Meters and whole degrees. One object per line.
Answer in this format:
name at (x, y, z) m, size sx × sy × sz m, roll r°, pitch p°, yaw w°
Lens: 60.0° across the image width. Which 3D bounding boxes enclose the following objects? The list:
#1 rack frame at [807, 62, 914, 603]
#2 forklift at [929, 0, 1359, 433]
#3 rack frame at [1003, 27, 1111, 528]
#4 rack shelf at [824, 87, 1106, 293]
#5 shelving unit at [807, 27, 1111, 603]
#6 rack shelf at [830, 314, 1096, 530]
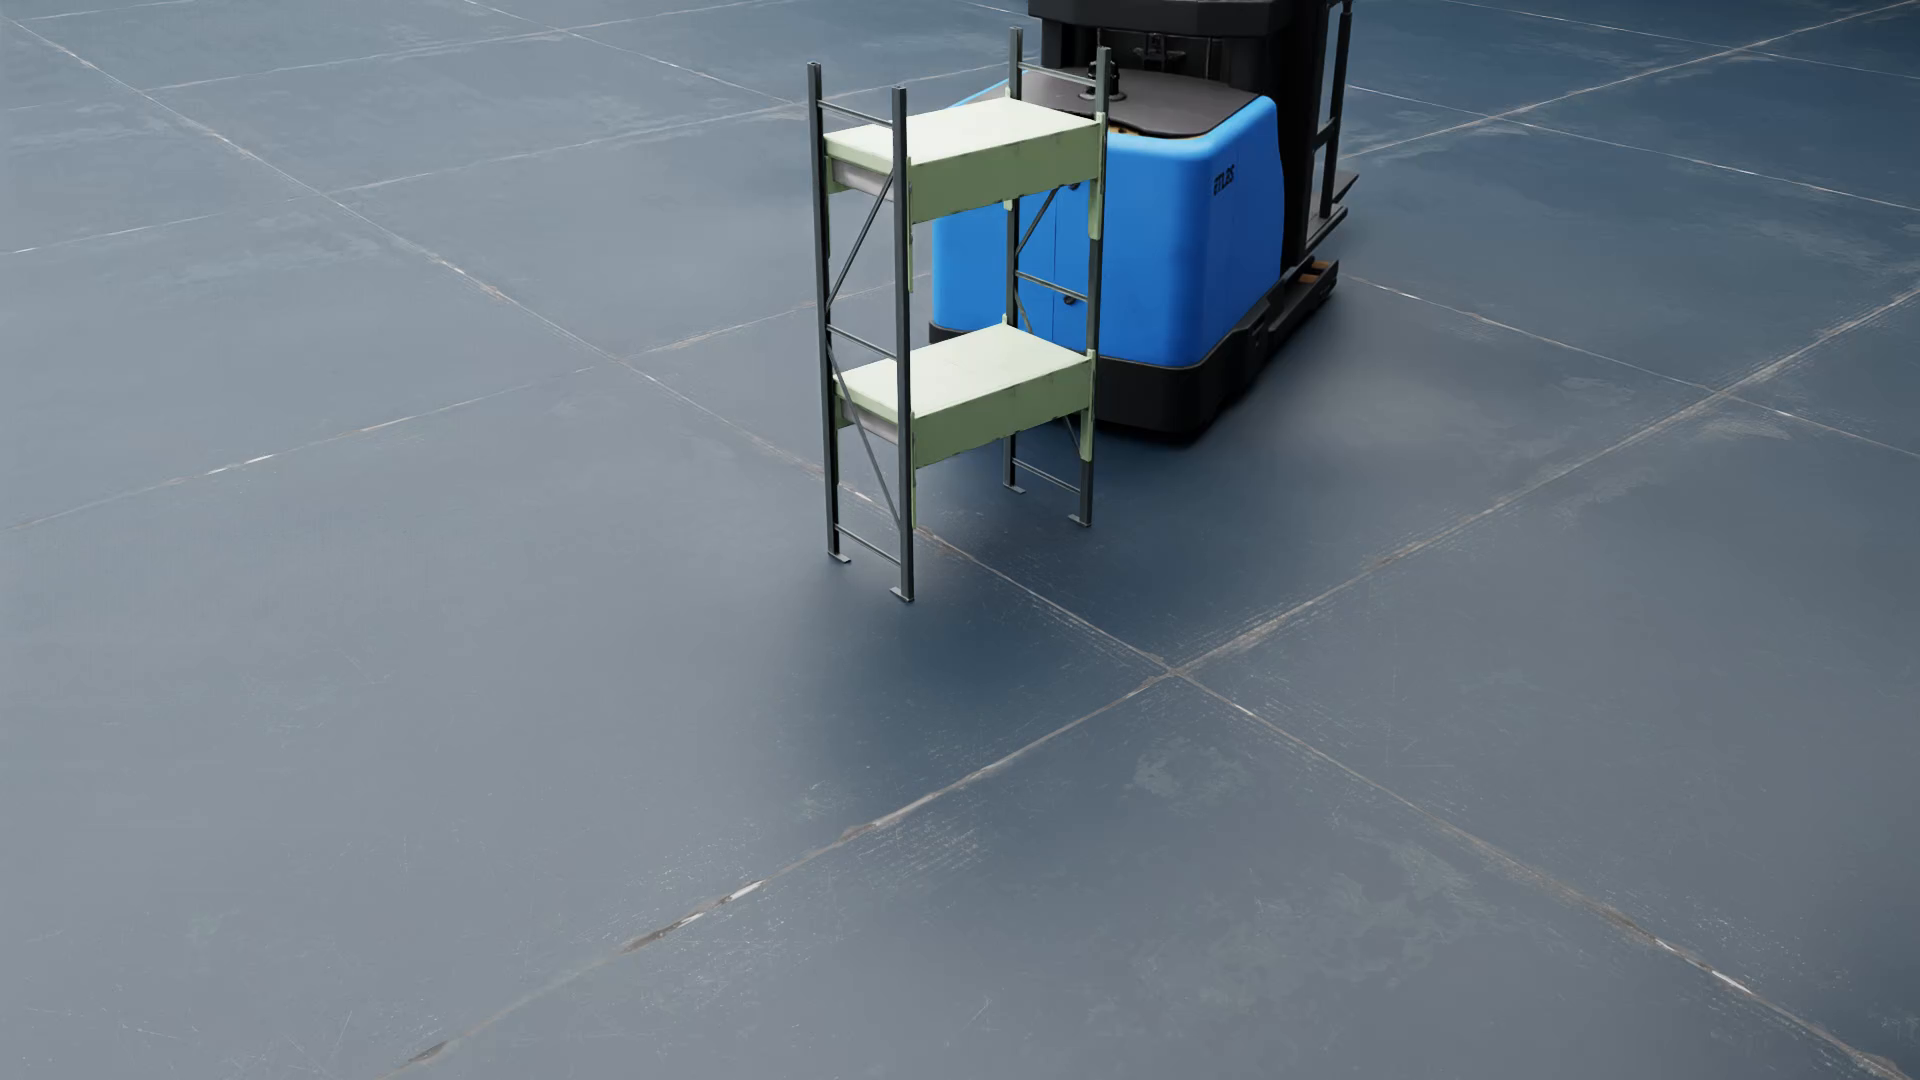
rack frame at (-0.273, -0.552, 4.691) m, size 0.023 × 1.500 × 0.400 m, roll -22°, pitch 35°, yaw -35°
forklift at (0.987, -2.335, 6.510) m, size 1.130 × 2.935 × 3.031 m, roll 13°, pitch 31°, yaw 23°
rack frame at (0.284, -0.775, 5.110) m, size 0.023 × 1.500 × 0.400 m, roll -22°, pitch 35°, yaw -35°
rack shelf at (0.005, -1.008, 4.716) m, size 0.720 × 0.370 × 0.431 m, roll -22°, pitch 35°, yaw -35°
shelving unit at (0.005, -0.664, 4.900) m, size 0.755 × 1.500 × 0.431 m, roll -22°, pitch 35°, yaw -35°
rack shelf at (0.005, -0.376, 5.054) m, size 0.720 × 0.370 × 0.431 m, roll -22°, pitch 35°, yaw -35°
